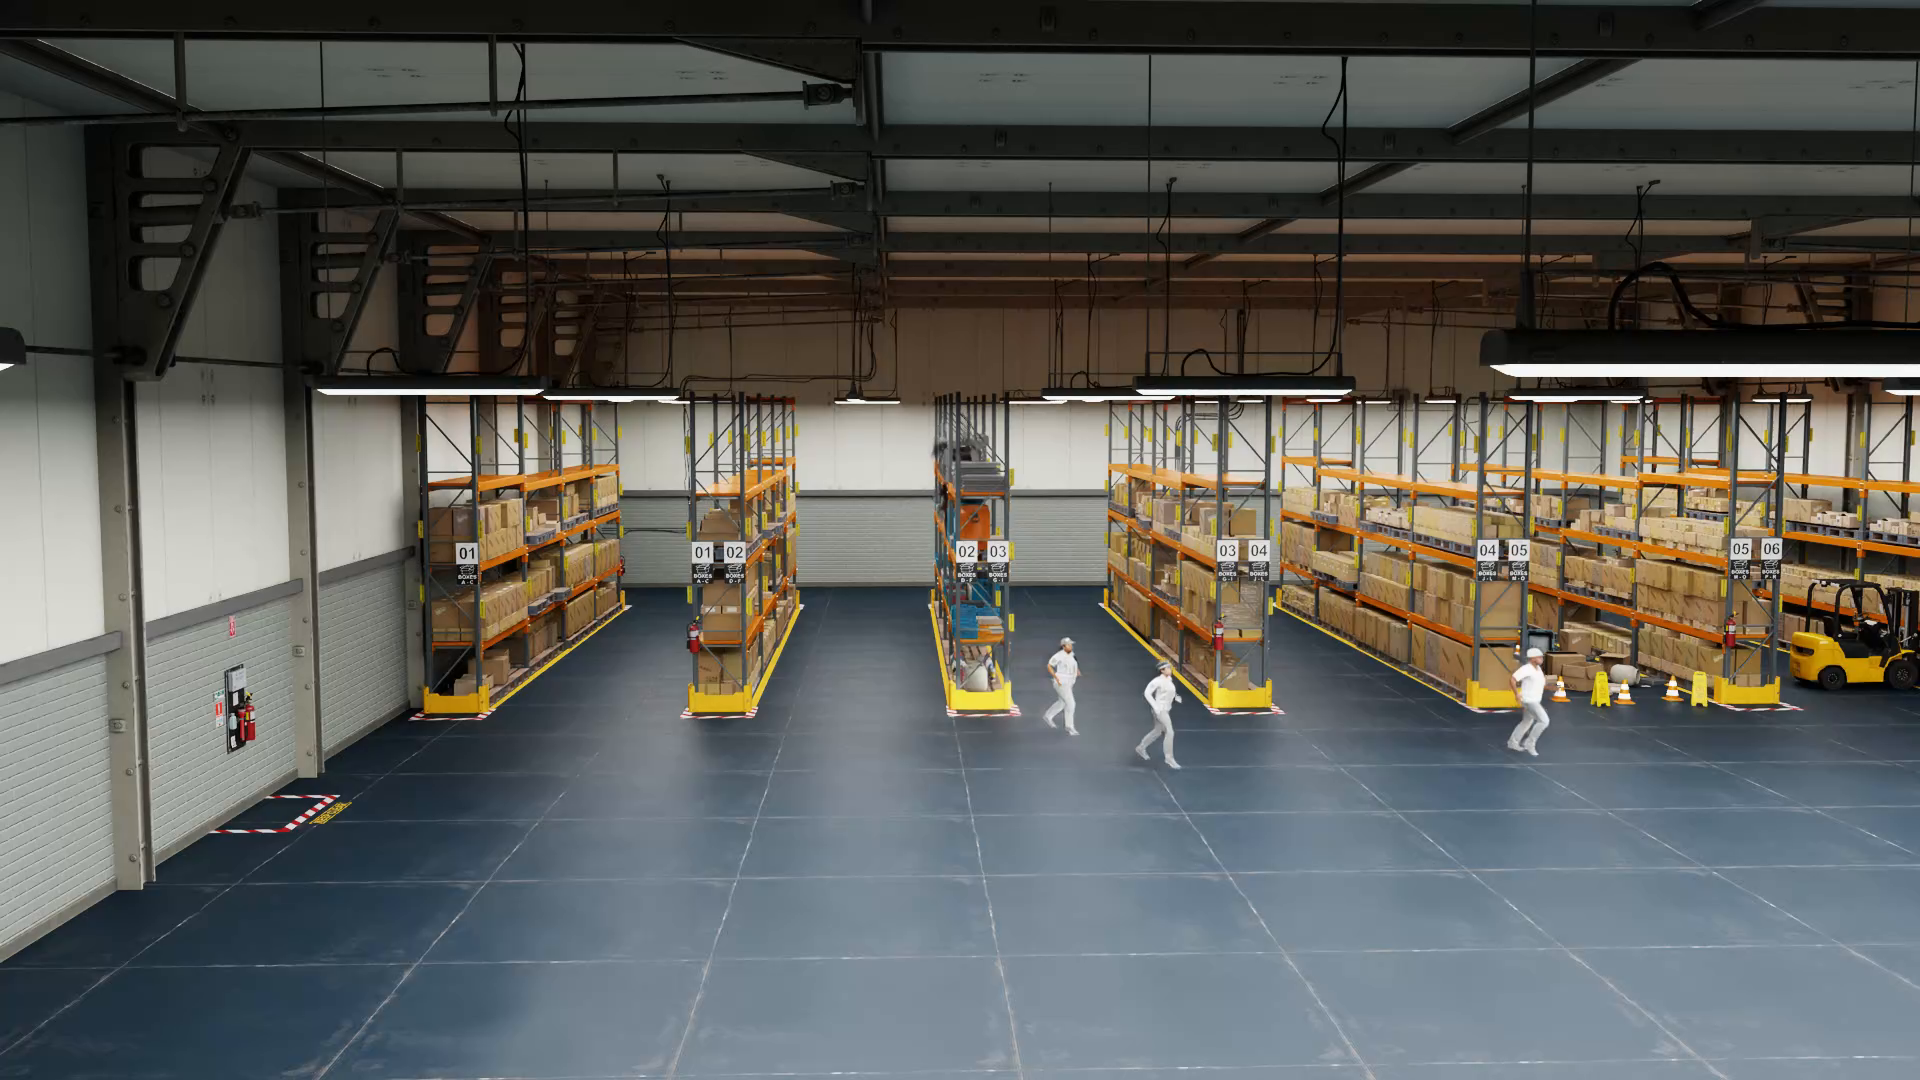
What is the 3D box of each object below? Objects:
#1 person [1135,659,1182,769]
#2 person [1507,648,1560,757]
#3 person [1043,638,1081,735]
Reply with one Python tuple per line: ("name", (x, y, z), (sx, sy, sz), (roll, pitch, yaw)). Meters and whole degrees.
("person", (3.195, 2.748, 26.566), (0.782, 1.726, 0.611), (2, 5, 27))
("person", (9.393, 2.653, 27.271), (0.809, 1.764, 0.671), (3, 5, 33))
("person", (1.791, 2.558, 29.260), (0.797, 1.716, 0.599), (3, 5, 33))
